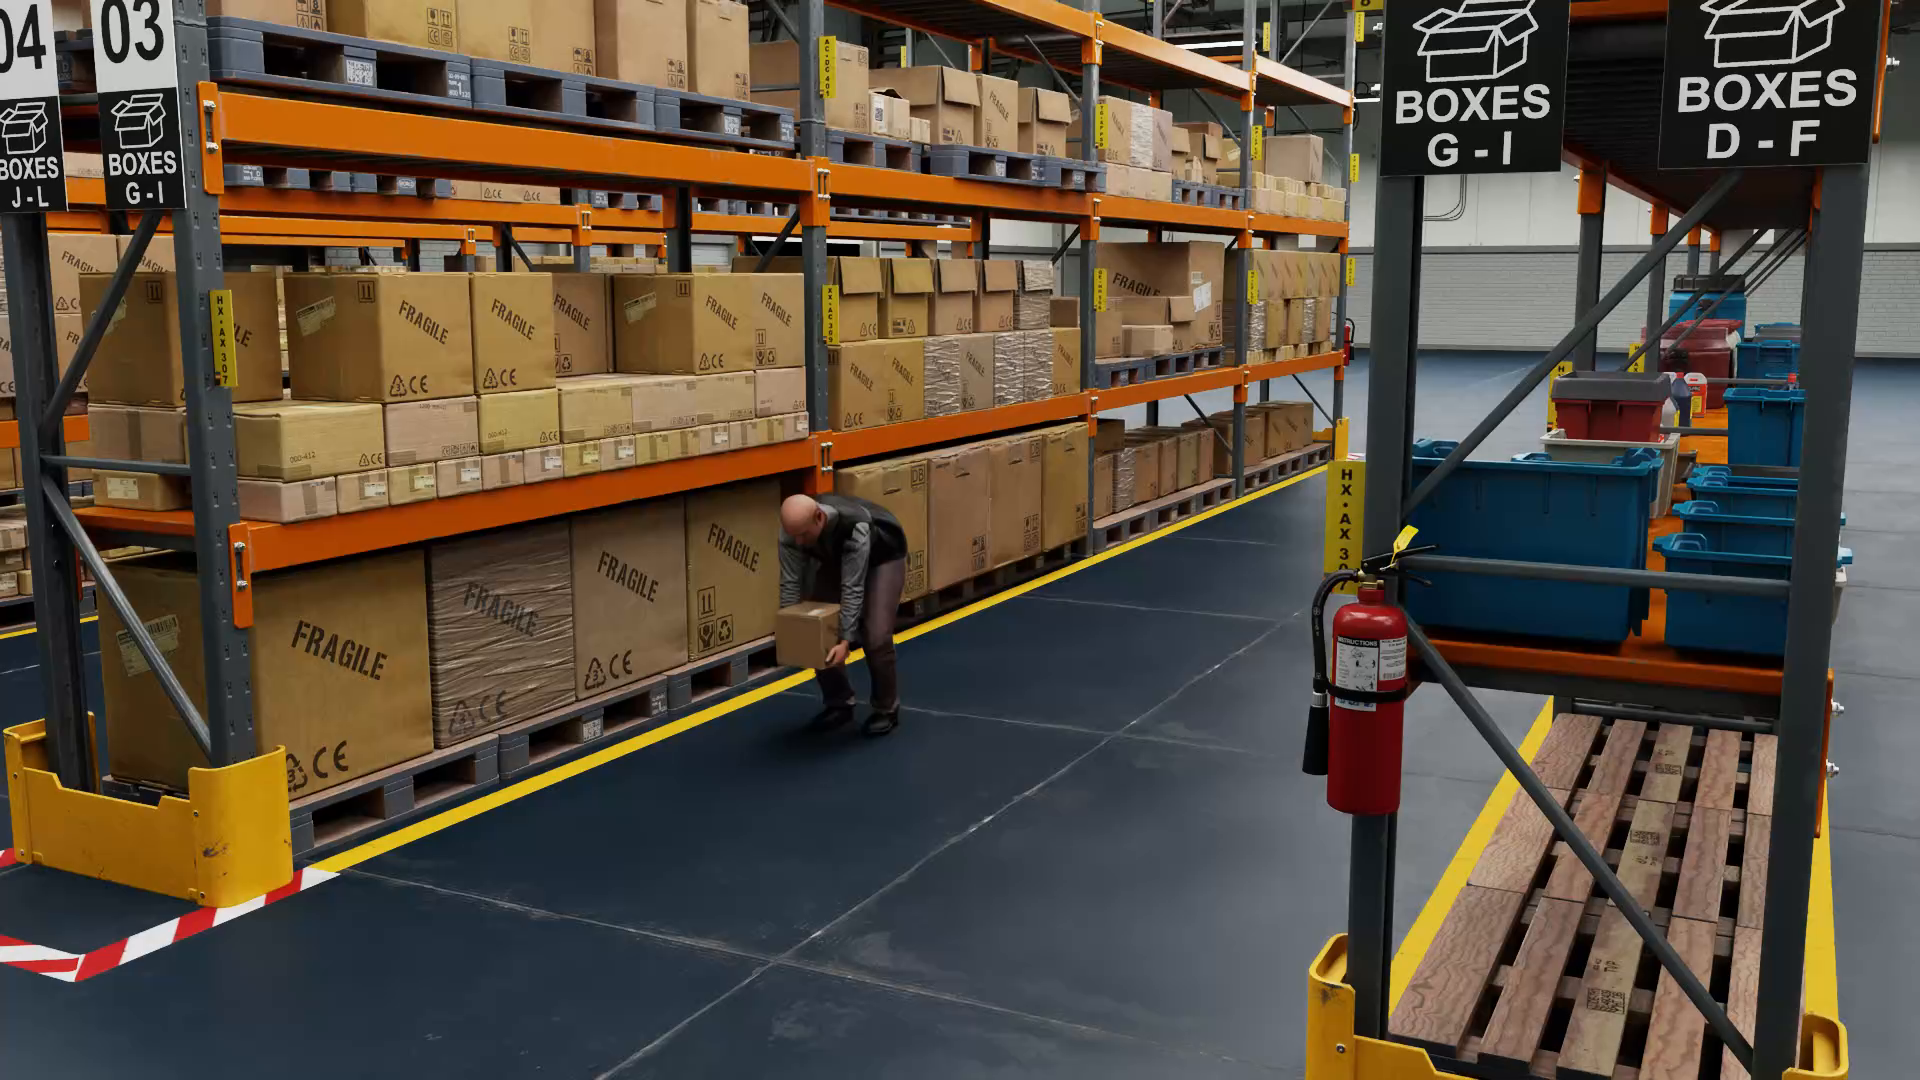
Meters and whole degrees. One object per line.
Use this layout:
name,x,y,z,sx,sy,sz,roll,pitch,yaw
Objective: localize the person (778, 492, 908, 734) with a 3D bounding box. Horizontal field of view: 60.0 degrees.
person,-0.587,0.345,7.890,0.479,1.216,0.905,4,10,24
